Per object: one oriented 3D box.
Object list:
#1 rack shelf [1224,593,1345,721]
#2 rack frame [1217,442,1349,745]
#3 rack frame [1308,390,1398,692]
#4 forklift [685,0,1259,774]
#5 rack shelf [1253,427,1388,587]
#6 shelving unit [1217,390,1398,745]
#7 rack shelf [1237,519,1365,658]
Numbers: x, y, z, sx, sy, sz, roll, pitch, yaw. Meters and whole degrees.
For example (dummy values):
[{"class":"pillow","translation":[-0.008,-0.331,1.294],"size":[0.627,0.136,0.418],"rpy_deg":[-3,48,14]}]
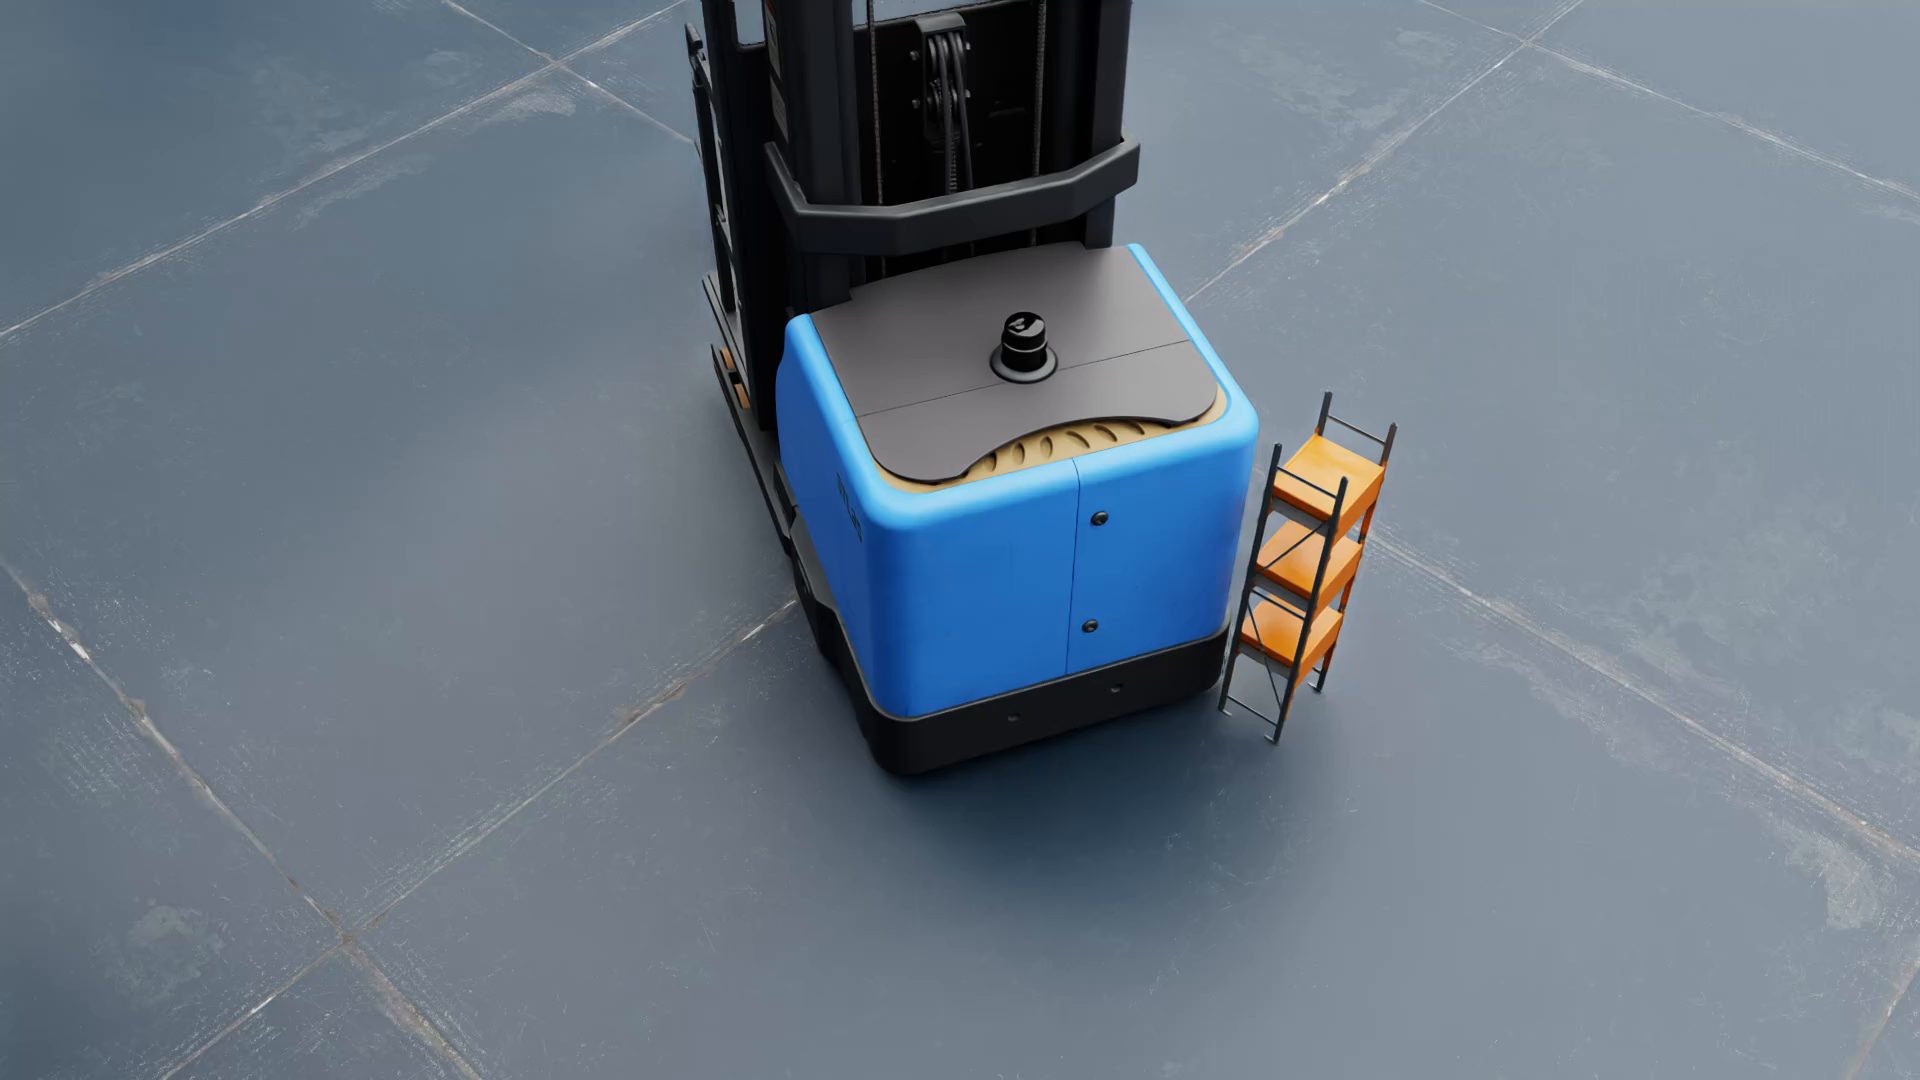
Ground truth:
[{"class":"rack shelf","translation":[0.902,0.301,4.639],"size":[0.215,0.259,0.240],"rpy_deg":[31,53,25]},{"class":"rack frame","translation":[0.832,0.171,4.362],"size":[0.200,1.050,0.008],"rpy_deg":[31,53,25]},{"class":"rack frame","translation":[0.983,0.034,4.496],"size":[0.200,1.050,0.008],"rpy_deg":[31,53,25]},{"class":"forklift","translation":[-0.206,-1.460,4.611],"size":[1.130,2.935,3.031],"rpy_deg":[-14,48,-13]},{"class":"rack shelf","translation":[0.913,-0.085,4.230],"size":[0.215,0.259,0.240],"rpy_deg":[31,53,25]},{"class":"shelving unit","translation":[0.907,0.102,4.429],"size":[0.215,1.050,0.252],"rpy_deg":[31,53,25]},{"class":"rack shelf","translation":[0.907,0.110,4.437],"size":[0.215,0.259,0.240],"rpy_deg":[31,53,25]}]
